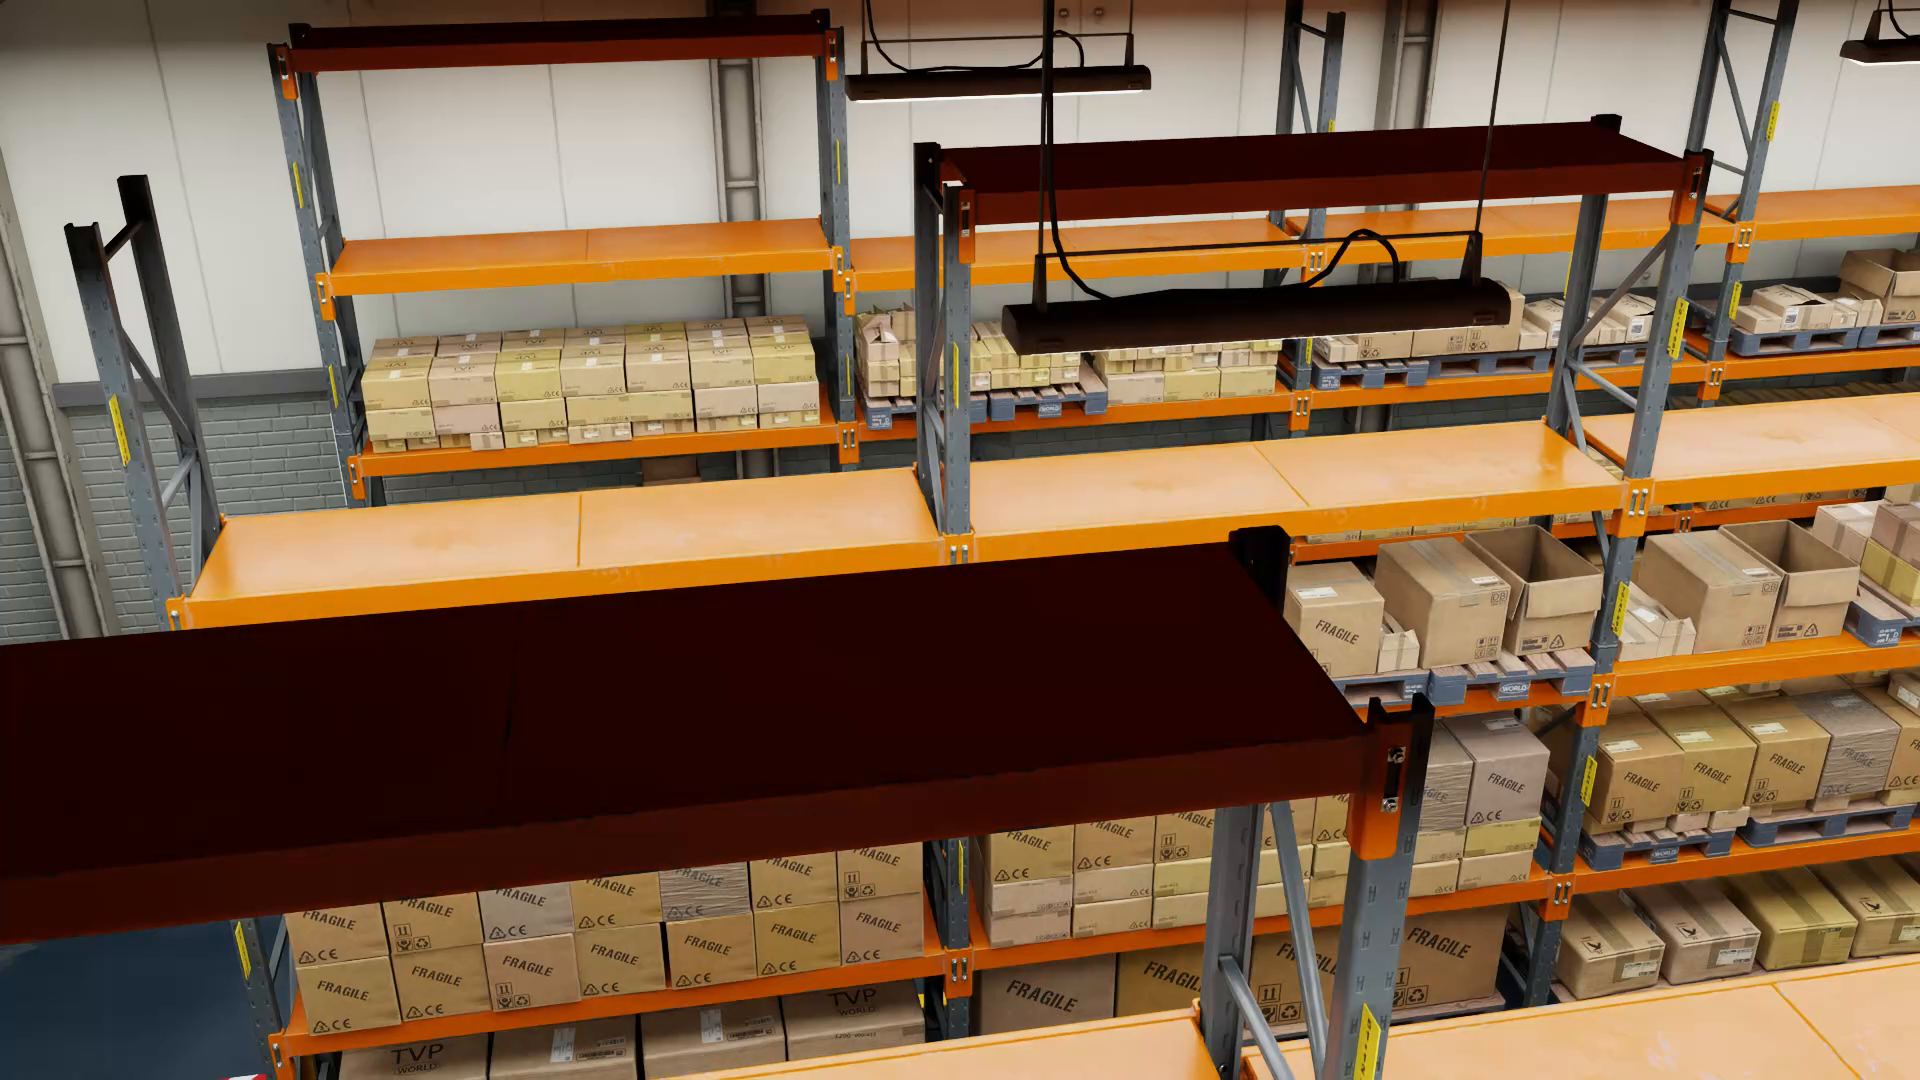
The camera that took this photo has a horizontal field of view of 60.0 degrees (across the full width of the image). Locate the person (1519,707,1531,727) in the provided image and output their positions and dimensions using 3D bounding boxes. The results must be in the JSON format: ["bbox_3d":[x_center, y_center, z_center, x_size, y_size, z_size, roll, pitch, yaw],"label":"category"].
[{"bbox_3d":[4.351,1.577,12.950,0.530,1.773,0.617,-4,26,-7],"label":"person"}]
